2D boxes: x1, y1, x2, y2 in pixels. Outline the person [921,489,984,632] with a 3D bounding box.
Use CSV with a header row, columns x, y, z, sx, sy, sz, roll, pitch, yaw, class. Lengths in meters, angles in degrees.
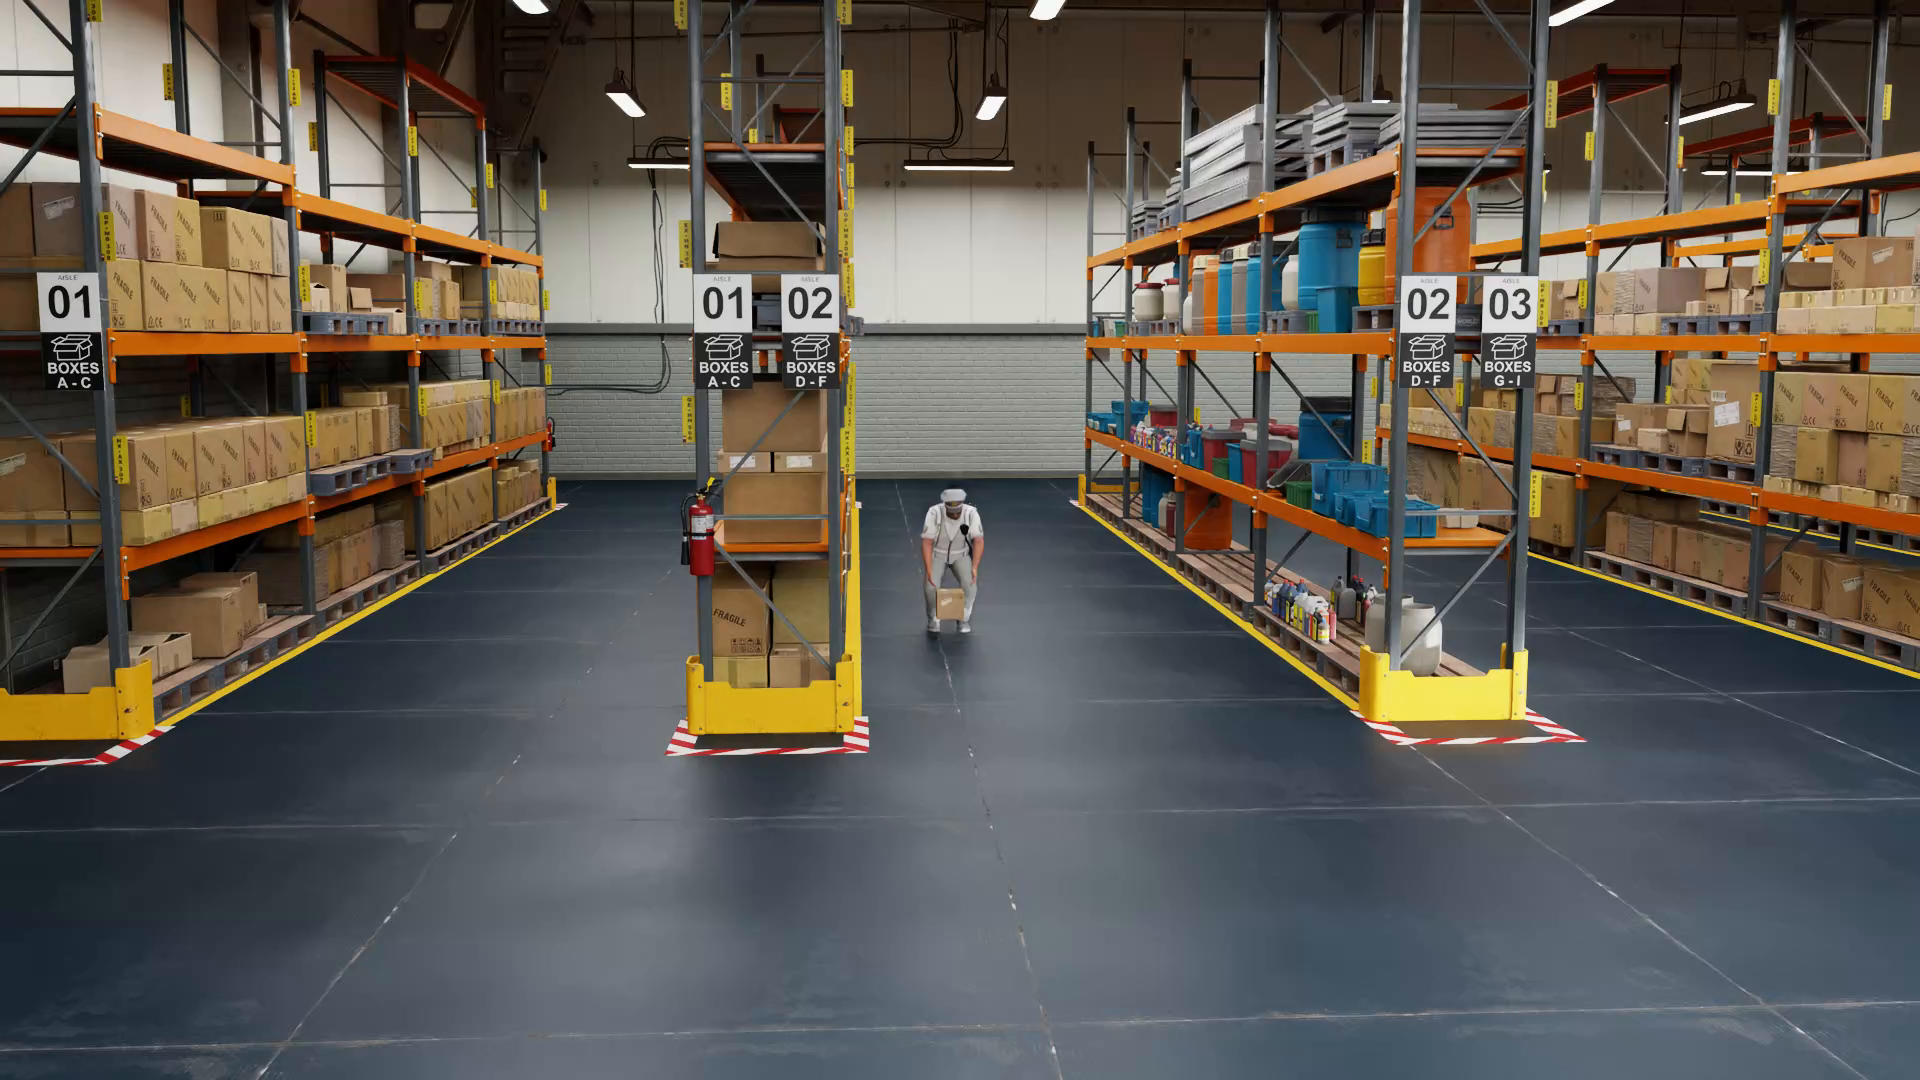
x,y,z,sx,sy,sz,roll,pitch,yaw,class
-0.067,0.184,15.760,0.590,1.383,0.823,0,7,0,person
